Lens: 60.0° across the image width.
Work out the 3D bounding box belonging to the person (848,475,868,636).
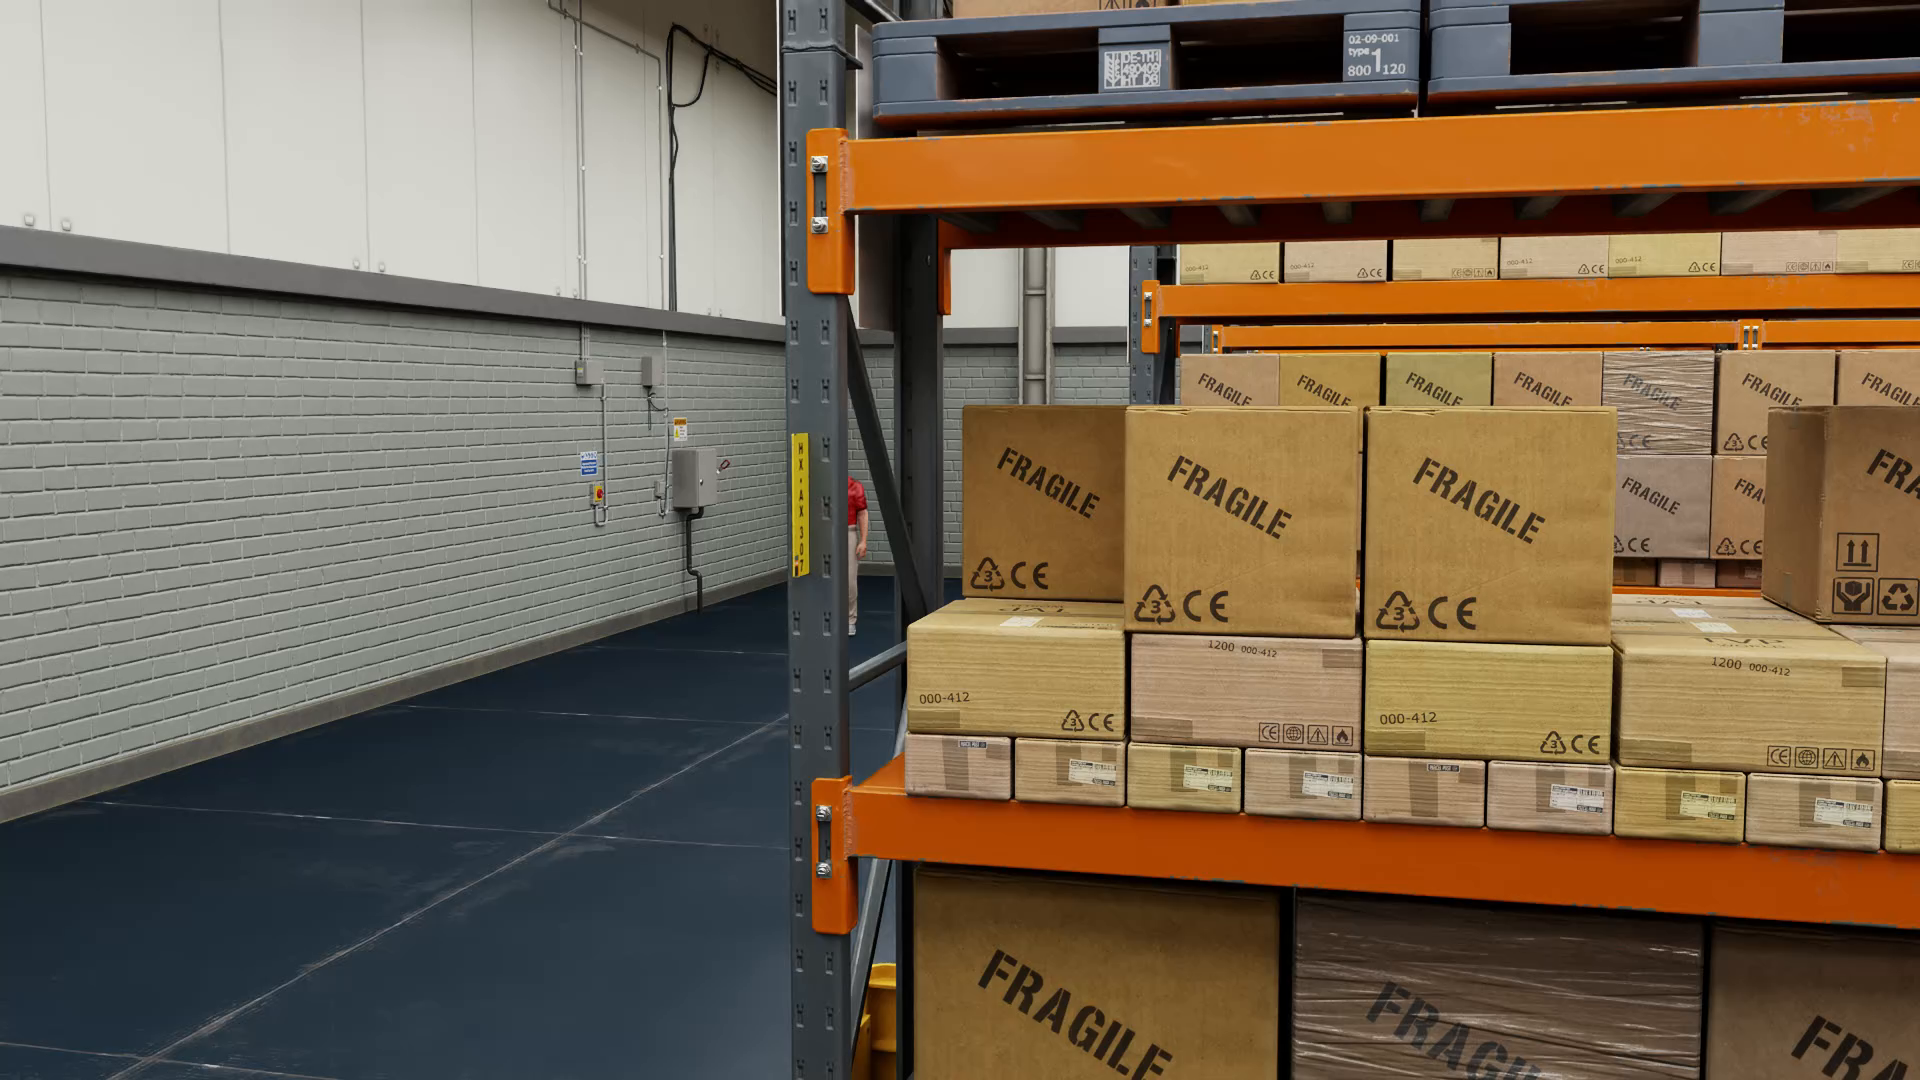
[{"bbox_3d":[-1.172,0.032,15.723,0.605,1.726,0.402,1,5,10],"label":"person"}]
